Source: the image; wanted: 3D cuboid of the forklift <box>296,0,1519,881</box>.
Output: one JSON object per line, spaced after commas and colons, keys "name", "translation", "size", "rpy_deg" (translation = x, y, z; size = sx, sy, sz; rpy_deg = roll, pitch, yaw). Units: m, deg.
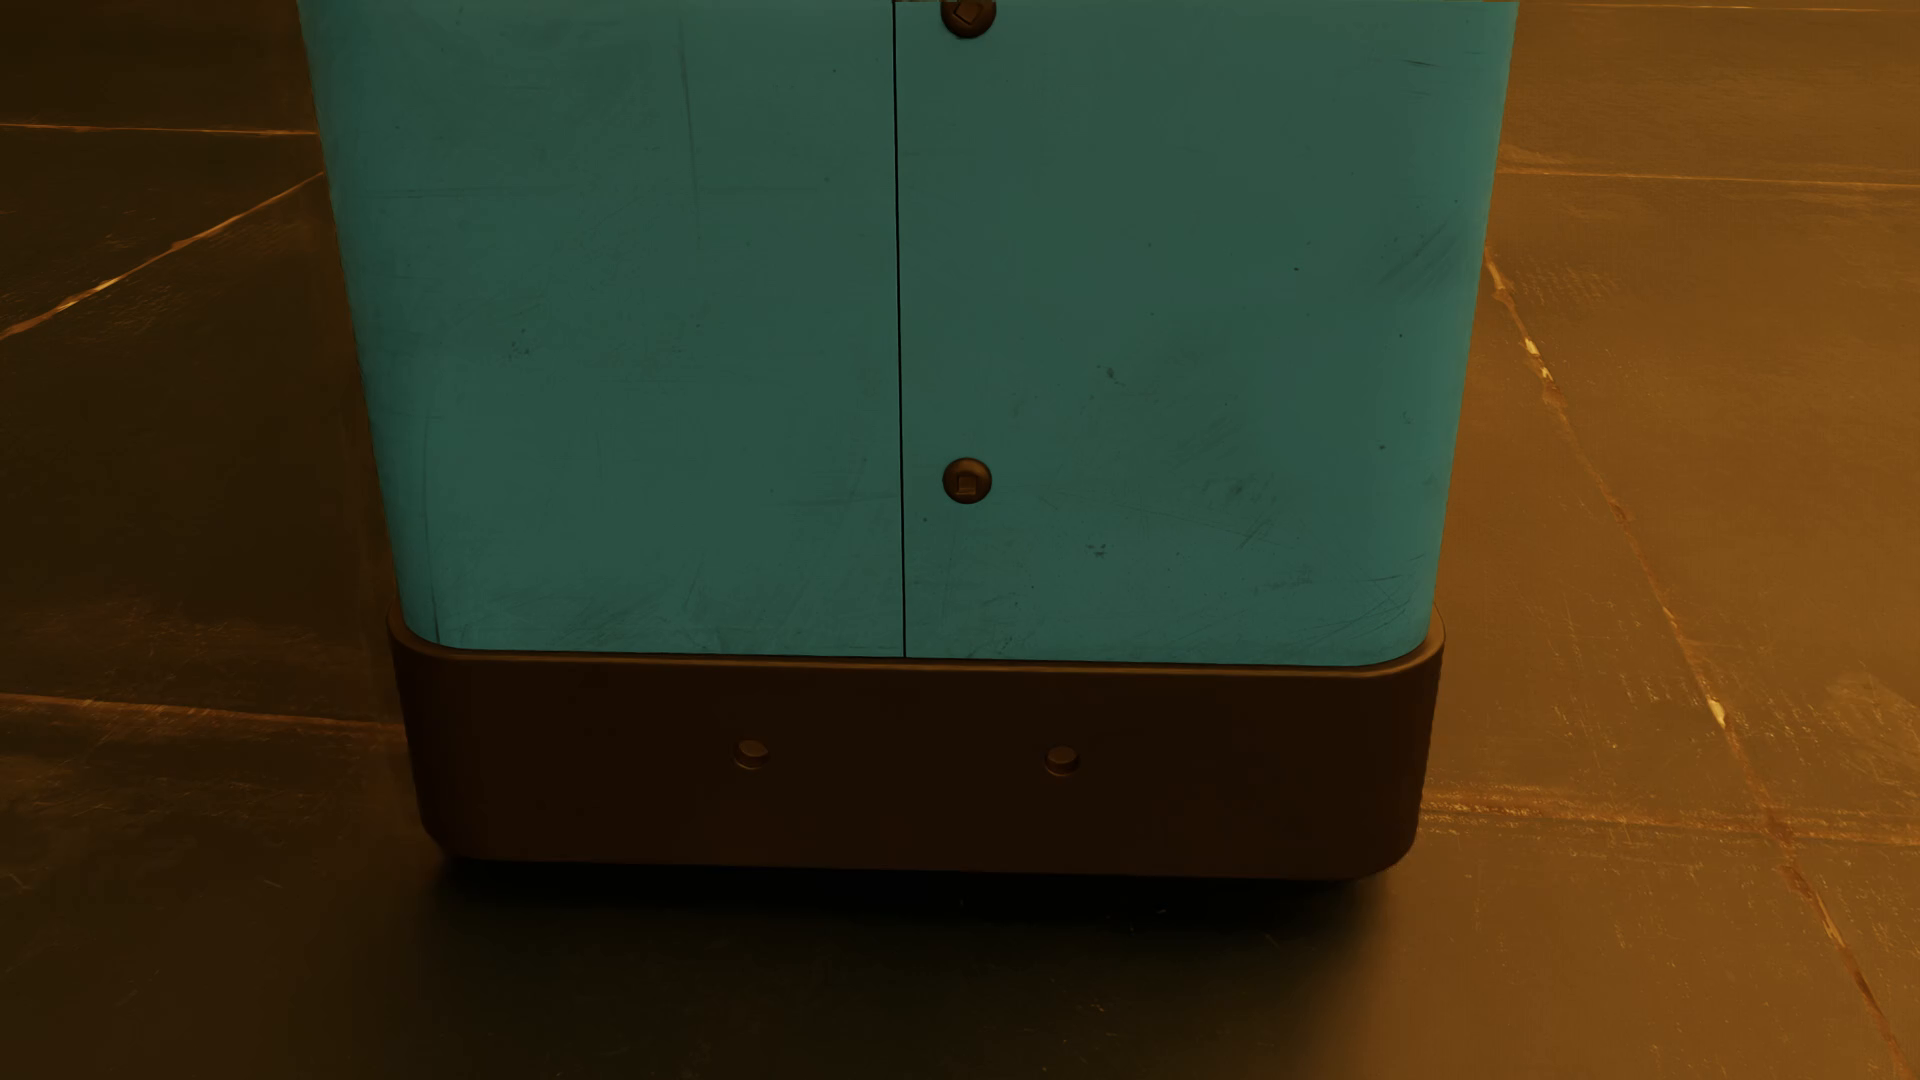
{"name": "forklift", "translation": [0.005, -1.590, 2.403], "size": [1.130, 2.935, 3.031], "rpy_deg": [1, 27, 2]}
